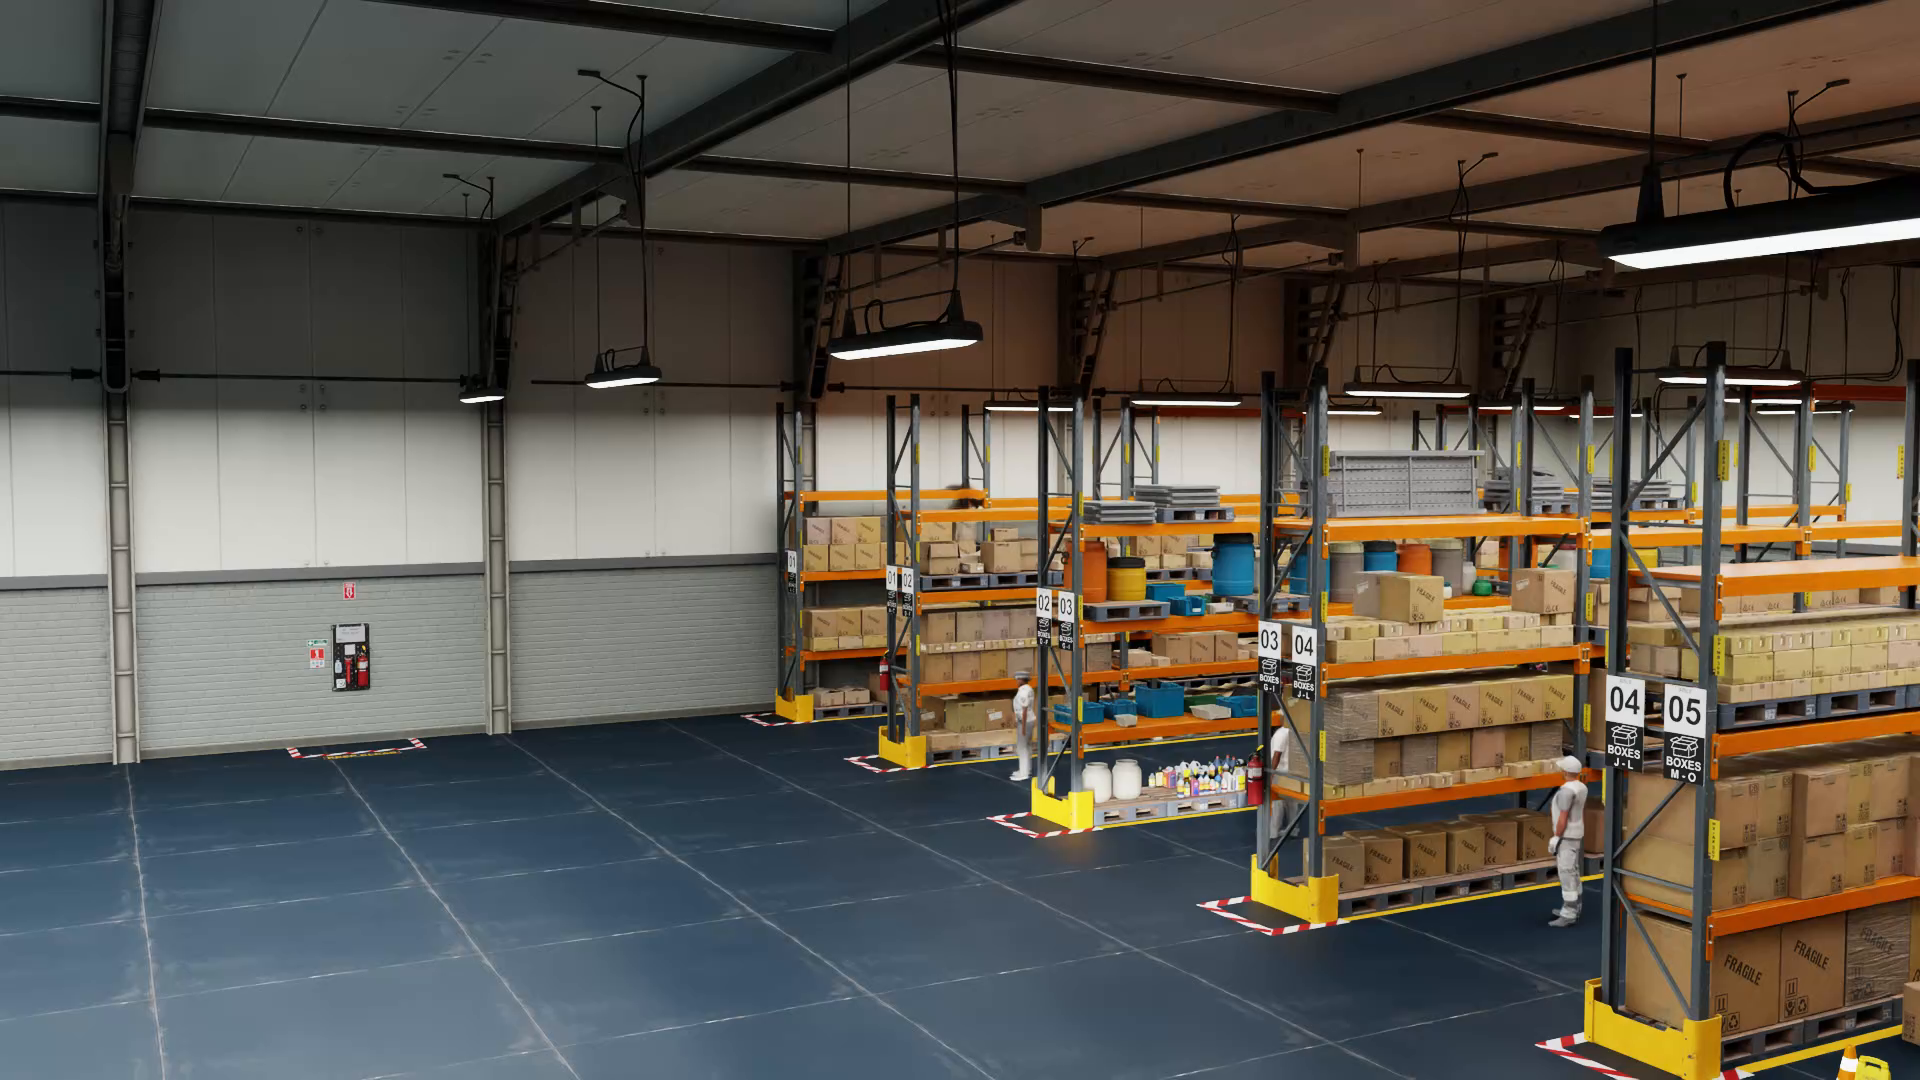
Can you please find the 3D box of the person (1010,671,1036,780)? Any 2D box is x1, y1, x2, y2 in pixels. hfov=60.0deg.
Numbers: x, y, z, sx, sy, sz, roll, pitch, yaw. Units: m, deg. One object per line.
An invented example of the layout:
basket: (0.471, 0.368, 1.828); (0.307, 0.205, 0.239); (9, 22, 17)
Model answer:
person: (0.983, 2.870, 25.859); (0.376, 1.664, 0.550); (1, 3, 14)

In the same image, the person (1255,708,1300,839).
person: (4.207, 3.045, 21.922); (0.559, 1.781, 0.578); (1, 3, 22)

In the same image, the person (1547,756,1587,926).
person: (6.591, 3.252, 18.062); (0.385, 1.829, 0.536); (1, 4, 24)
